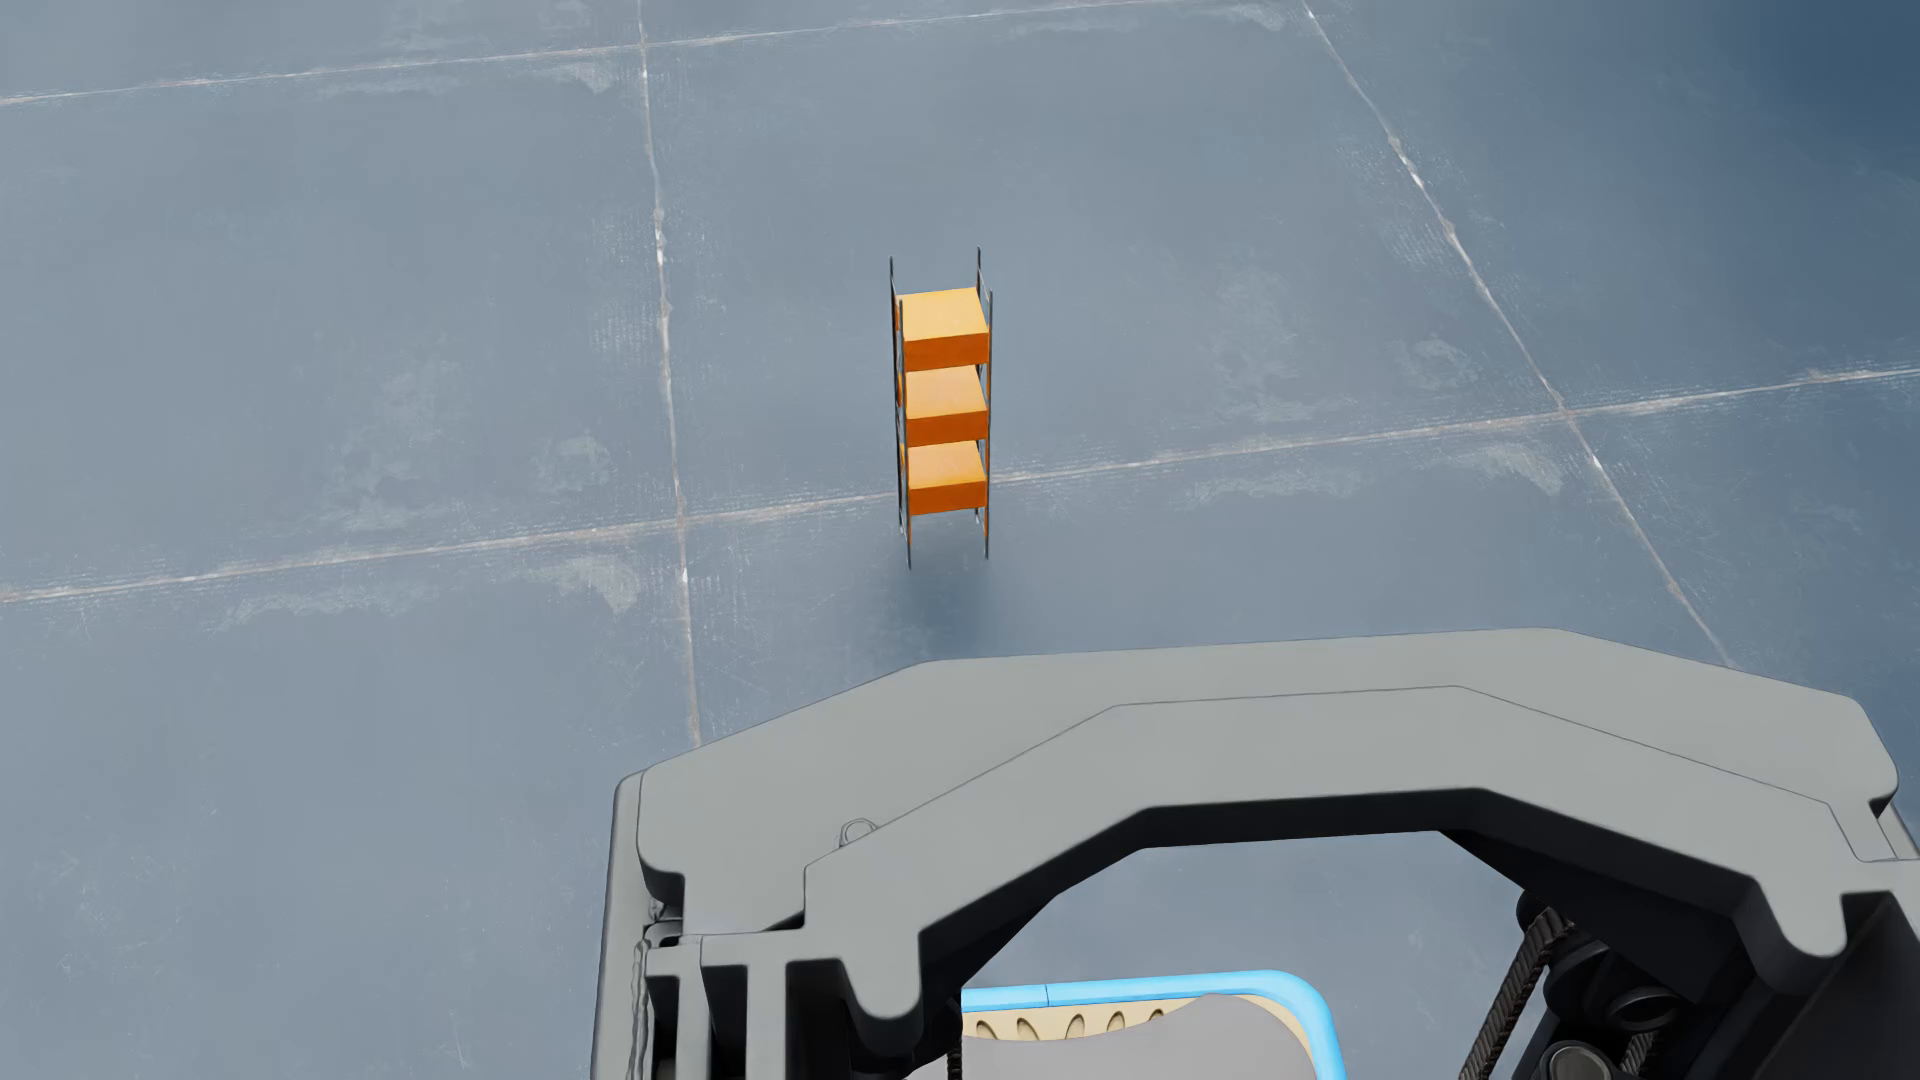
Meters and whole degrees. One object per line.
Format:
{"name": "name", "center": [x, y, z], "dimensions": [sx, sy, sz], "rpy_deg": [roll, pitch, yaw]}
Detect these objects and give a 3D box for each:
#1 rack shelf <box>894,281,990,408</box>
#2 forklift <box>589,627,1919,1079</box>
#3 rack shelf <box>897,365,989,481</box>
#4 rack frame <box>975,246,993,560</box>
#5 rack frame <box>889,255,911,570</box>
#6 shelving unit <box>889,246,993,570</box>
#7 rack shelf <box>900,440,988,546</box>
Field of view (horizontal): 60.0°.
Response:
{"name": "rack shelf", "center": [-0.053, -0.547, 4.669], "dimensions": [0.240, 0.259, 0.215], "rpy_deg": [-7, 46, -7]}
{"name": "forklift", "center": [0.260, 1.591, 1.682], "dimensions": [1.130, 2.935, 3.031], "rpy_deg": [-3, 46, -3]}
{"name": "rack shelf", "center": [-0.053, -0.350, 4.873], "dimensions": [0.240, 0.259, 0.215], "rpy_deg": [-7, 46, -7]}
{"name": "rack frame", "center": [0.067, -0.373, 4.880], "dimensions": [0.008, 1.050, 0.200], "rpy_deg": [-7, 46, -7]}
{"name": "rack frame", "center": [-0.173, -0.343, 4.851], "dimensions": [0.008, 1.050, 0.200], "rpy_deg": [-7, 46, -7]}
{"name": "shelving unit", "center": [-0.053, -0.358, 4.866], "dimensions": [0.252, 1.050, 0.215], "rpy_deg": [-7, 46, -7]}
{"name": "rack shelf", "center": [-0.053, -0.158, 5.073], "dimensions": [0.240, 0.259, 0.215], "rpy_deg": [-7, 46, -7]}
